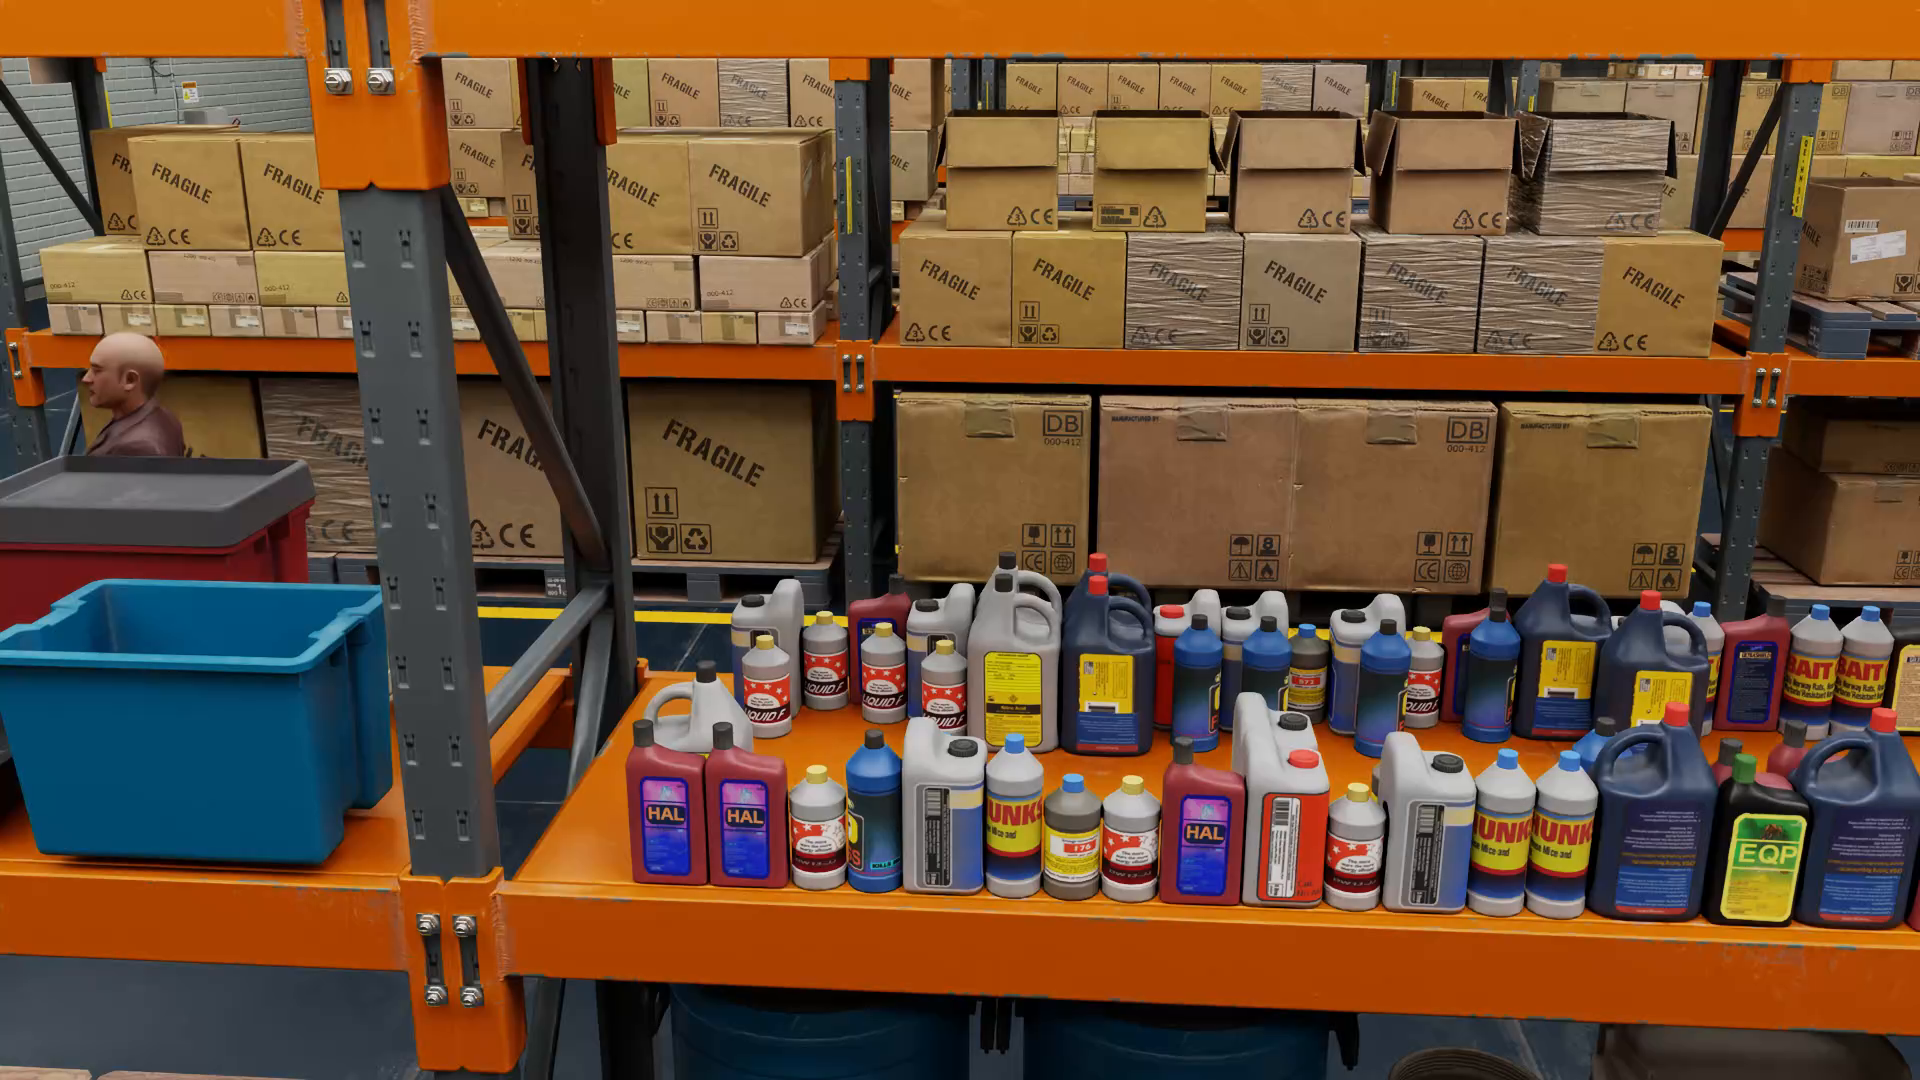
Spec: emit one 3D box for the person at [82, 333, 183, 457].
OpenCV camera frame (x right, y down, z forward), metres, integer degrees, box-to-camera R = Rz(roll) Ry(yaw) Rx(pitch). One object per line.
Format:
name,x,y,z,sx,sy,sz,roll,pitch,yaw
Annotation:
person,-2.757,0.184,5.429,1.063,1.727,0.569,-4,18,-12
